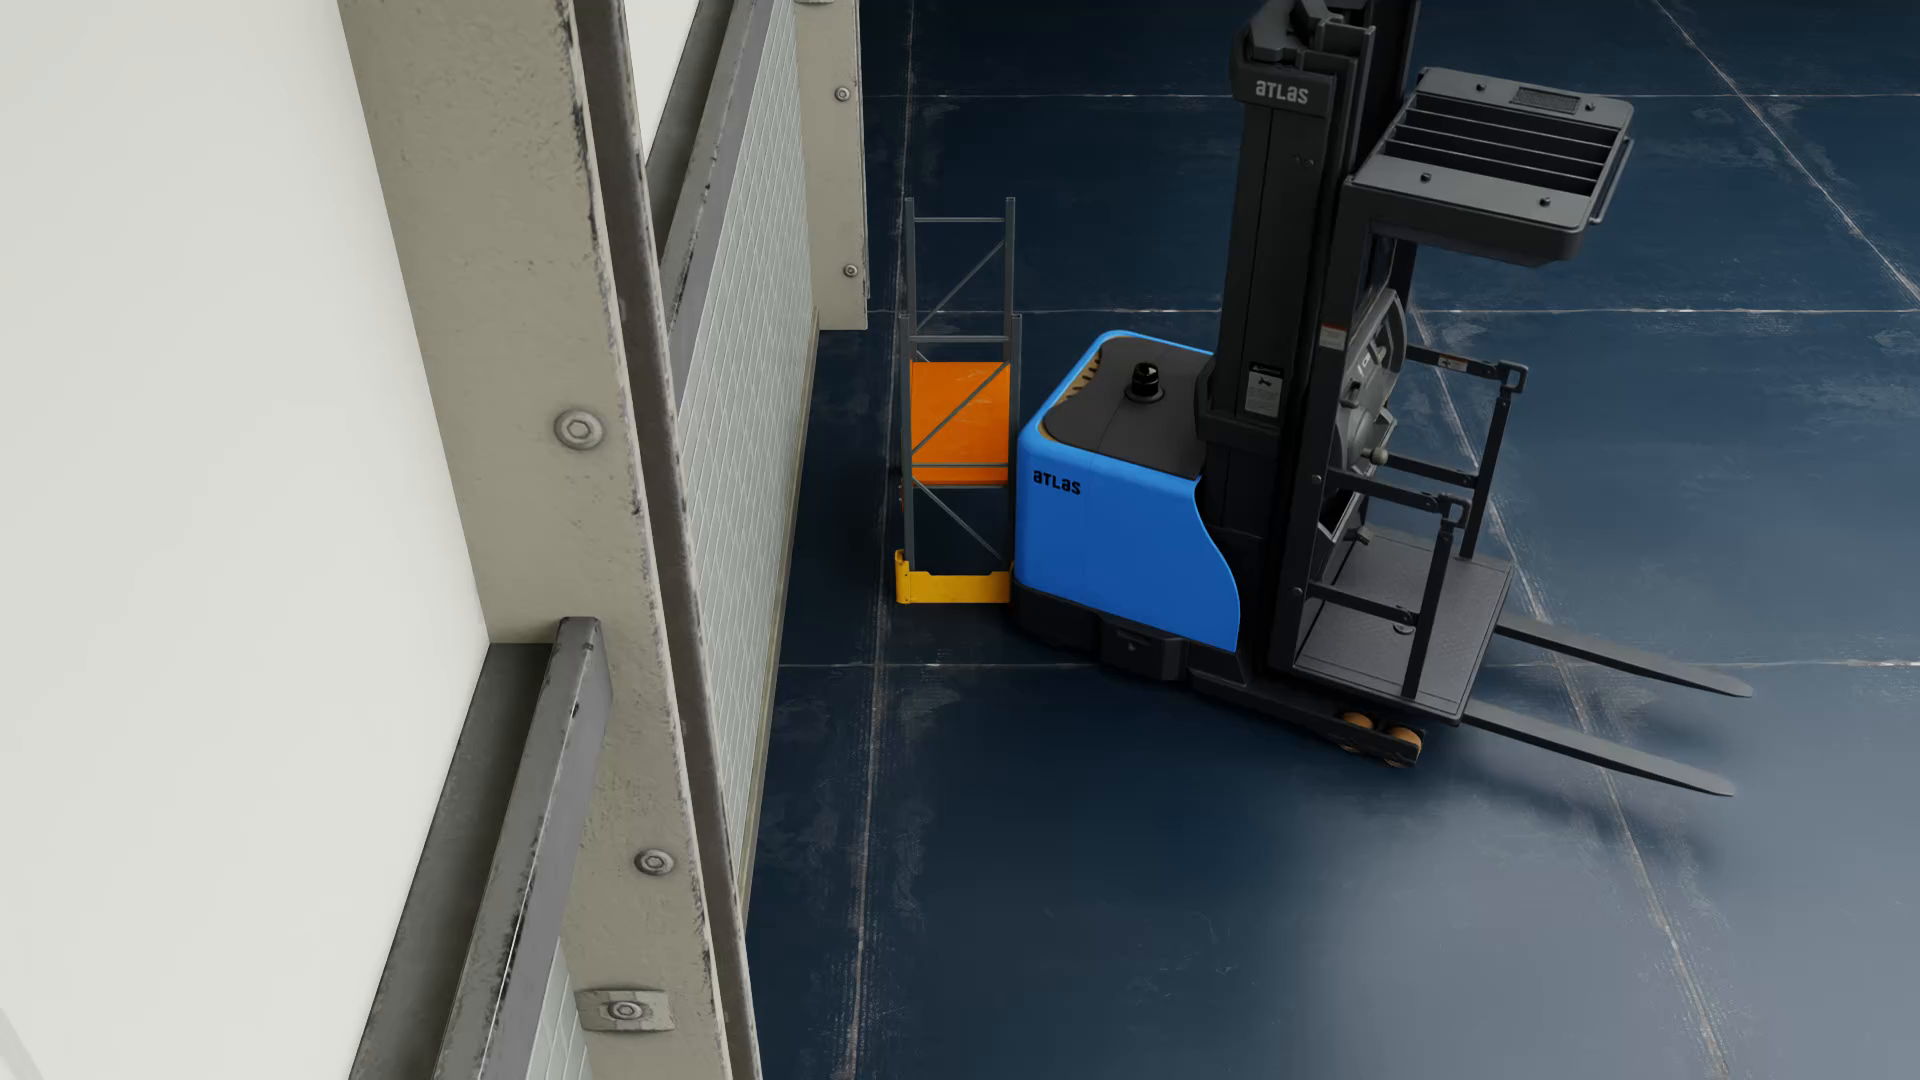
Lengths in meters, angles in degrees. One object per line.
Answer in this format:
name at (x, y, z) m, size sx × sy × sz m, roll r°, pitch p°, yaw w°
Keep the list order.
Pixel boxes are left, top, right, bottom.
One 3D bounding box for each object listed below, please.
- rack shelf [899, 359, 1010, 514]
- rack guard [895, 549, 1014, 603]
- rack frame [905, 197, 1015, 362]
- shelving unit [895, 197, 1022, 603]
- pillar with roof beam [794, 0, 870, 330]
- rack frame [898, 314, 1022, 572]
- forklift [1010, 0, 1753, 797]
rack shelf at (0.000, -0.498, 7.706) m, size 0.538 × 0.185 × 1.000 m, roll 0°, pitch 39°, yaw 0°
rack guard at (0.000, 0.166, 7.588) m, size 0.587 × 0.250 × 0.087 m, roll 0°, pitch 39°, yaw 0°
rack frame at (-0.001, -0.956, 7.990) m, size 0.500 × 1.500 × 0.032 m, roll 0°, pitch 39°, yaw 0°
shelving unit at (0.000, -0.633, 7.586) m, size 0.587 × 1.500 × 1.083 m, roll 0°, pitch 39°, yaw 0°
pillar with roof beam at (3.619, -4.841, 6.840) m, size 9.100 × 9.000 × 0.400 m, roll 0°, pitch 39°, yaw 0°
rack frame at (0.000, -0.321, 7.196) m, size 0.500 × 1.500 × 0.032 m, roll 0°, pitch 39°, yaw 0°
forklift at (1.776, -0.591, 6.390) m, size 3.031 × 2.935 × 1.130 m, roll 17°, pitch 42°, yaw 20°
